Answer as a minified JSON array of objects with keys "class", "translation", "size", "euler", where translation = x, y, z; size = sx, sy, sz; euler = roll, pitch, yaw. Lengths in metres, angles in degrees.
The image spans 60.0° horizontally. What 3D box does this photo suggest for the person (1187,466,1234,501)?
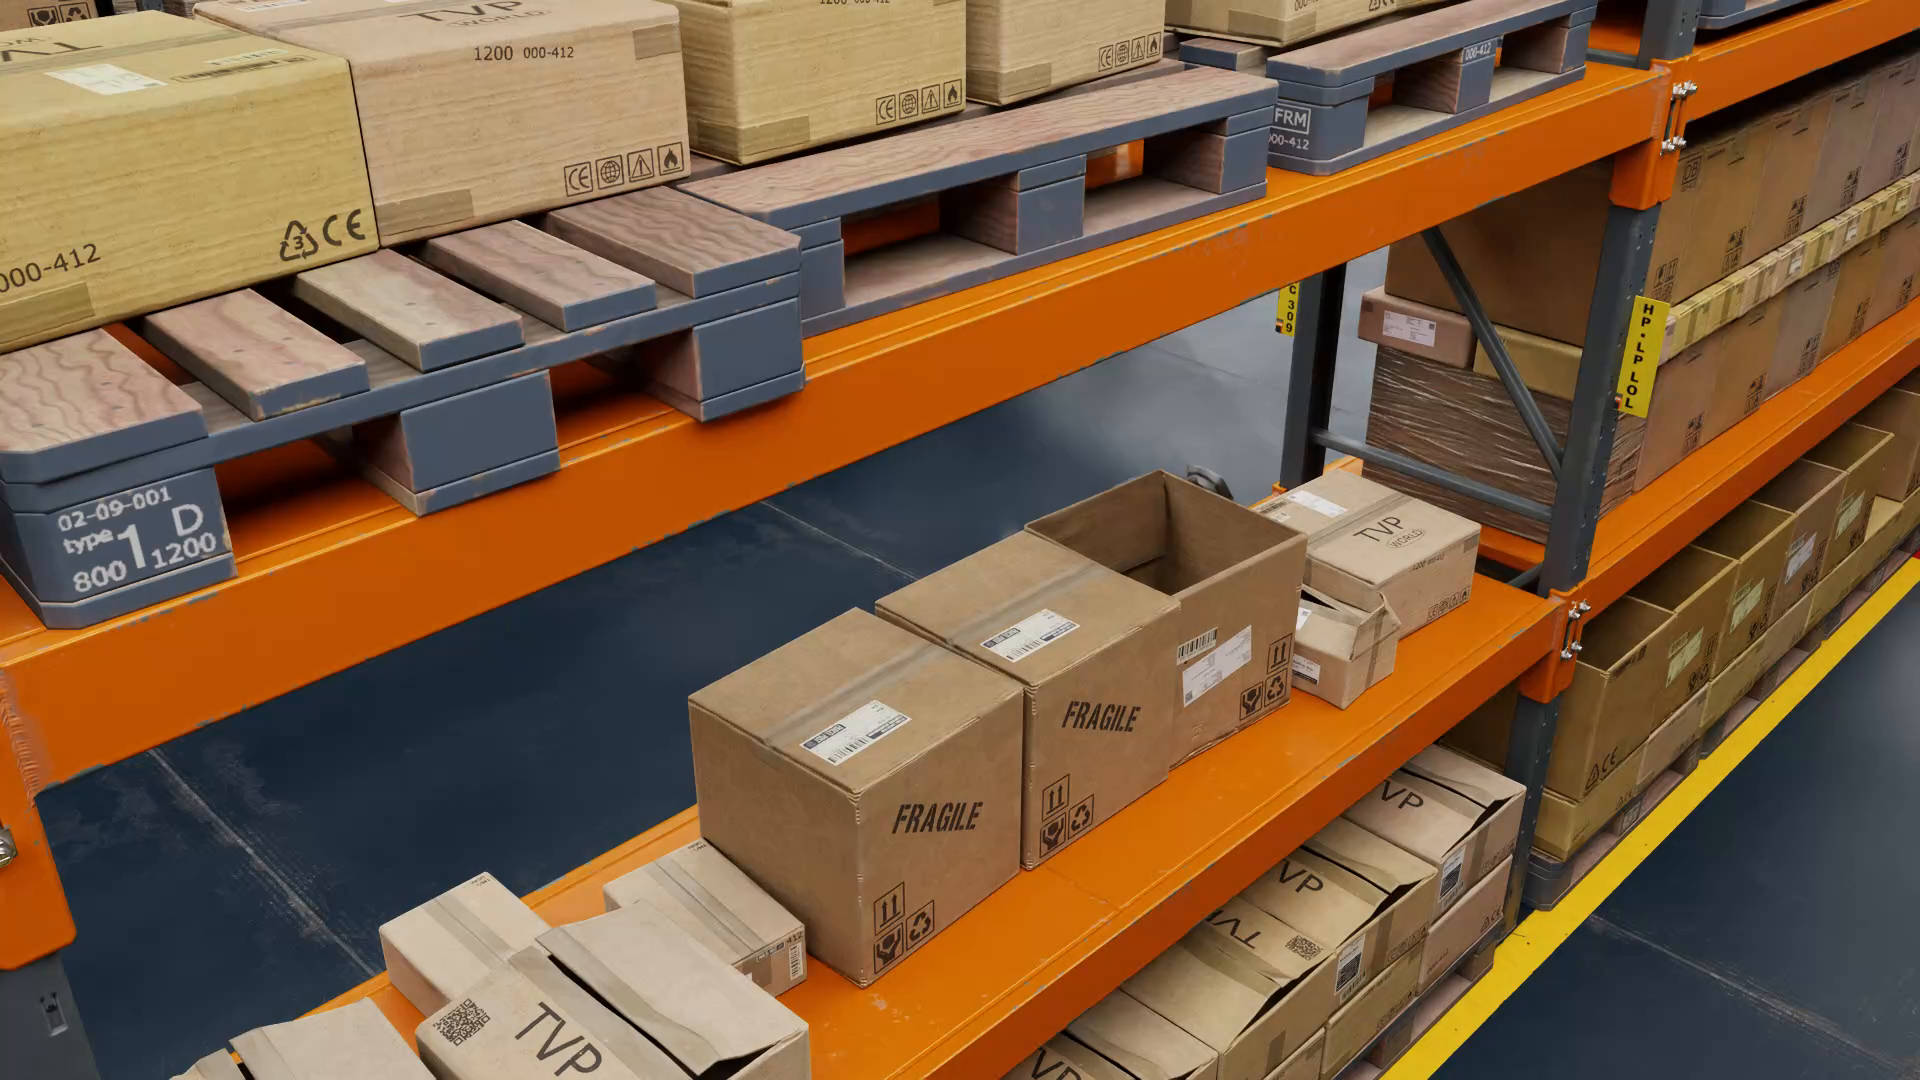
[{"class":"person","translation":[0.792,0.142,6.825],"size":[0.450,0.783,0.909],"euler":[24,36,38]}]
